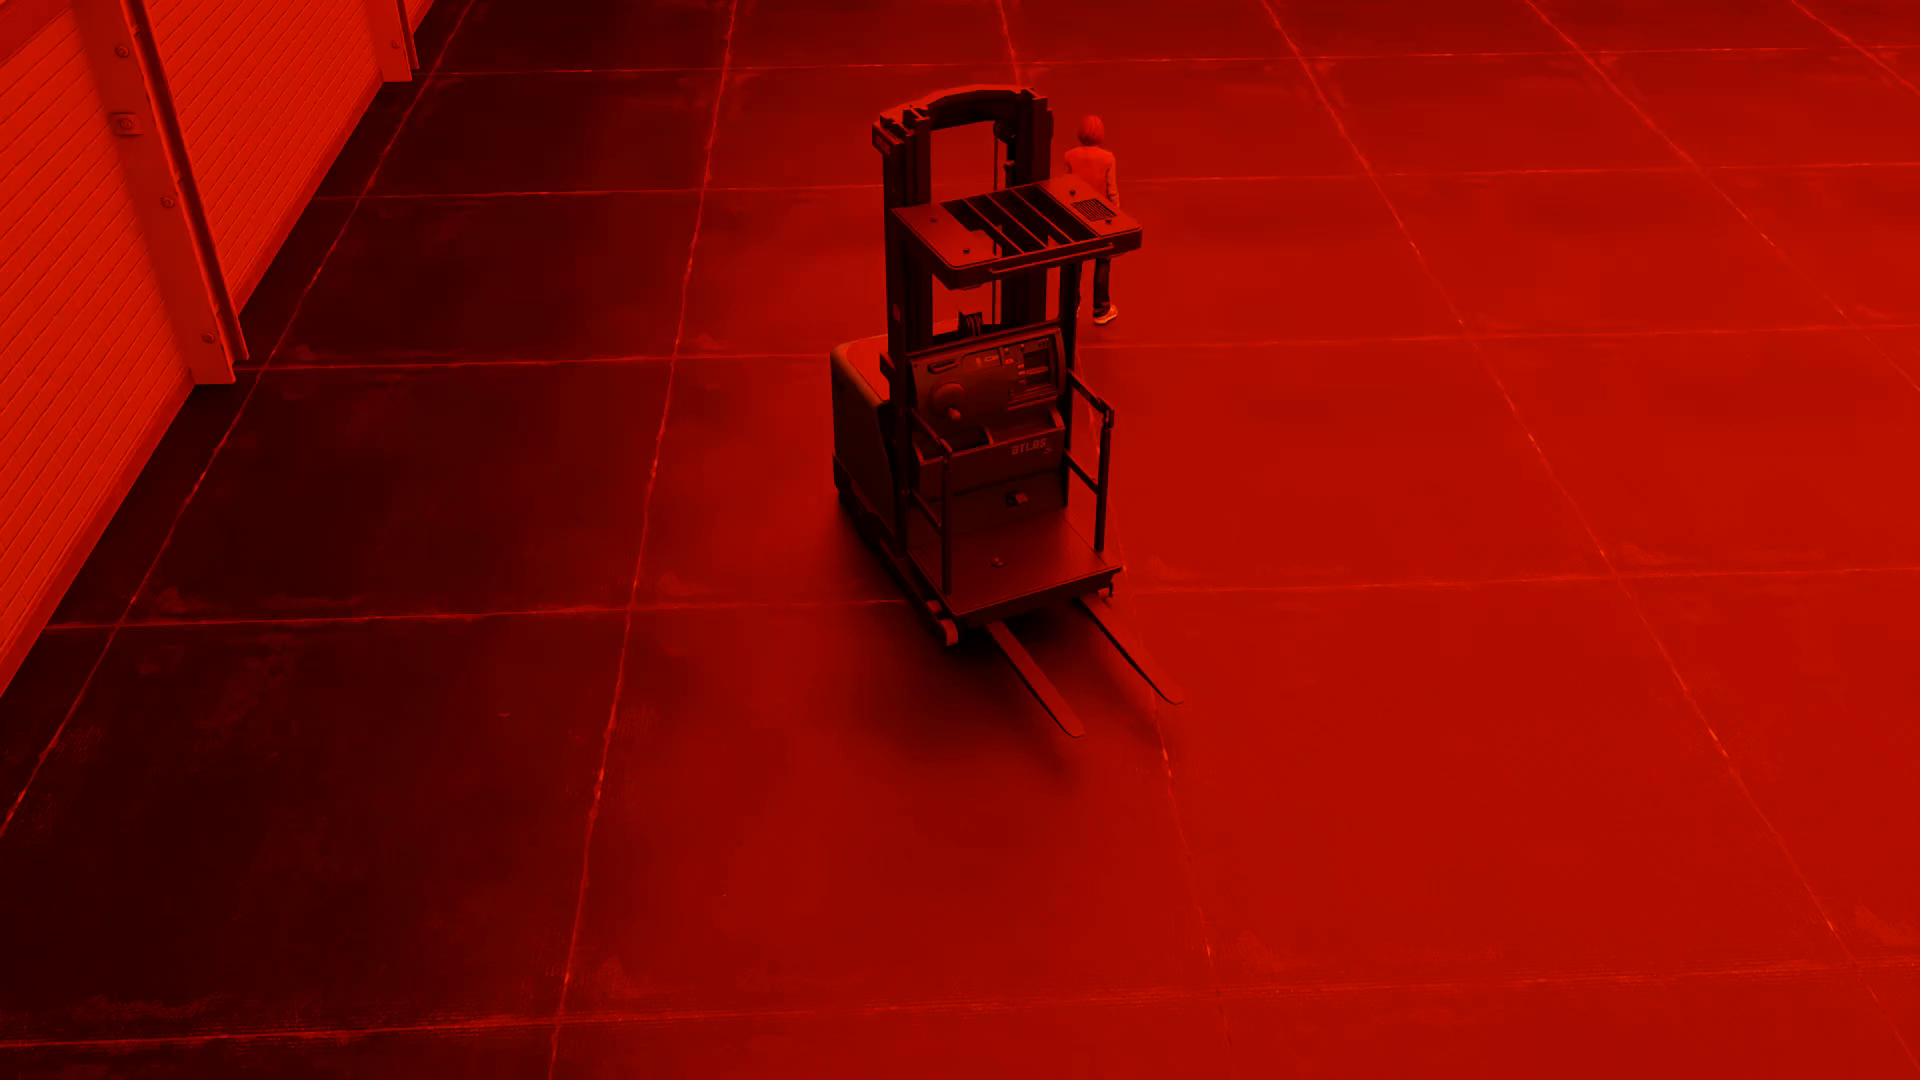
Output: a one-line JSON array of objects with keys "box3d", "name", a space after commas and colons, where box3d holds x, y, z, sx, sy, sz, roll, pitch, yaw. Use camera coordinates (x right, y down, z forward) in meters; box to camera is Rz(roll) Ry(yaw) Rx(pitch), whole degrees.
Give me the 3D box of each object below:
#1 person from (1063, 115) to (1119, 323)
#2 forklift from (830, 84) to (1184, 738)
[{"box3d": [0.961, -2.371, 12.404, 0.476, 1.591, 0.345, 10, 37, 13], "name": "person"}, {"box3d": [0.258, -0.860, 9.192, 1.130, 2.935, 3.031, -15, 39, -20], "name": "forklift"}]
